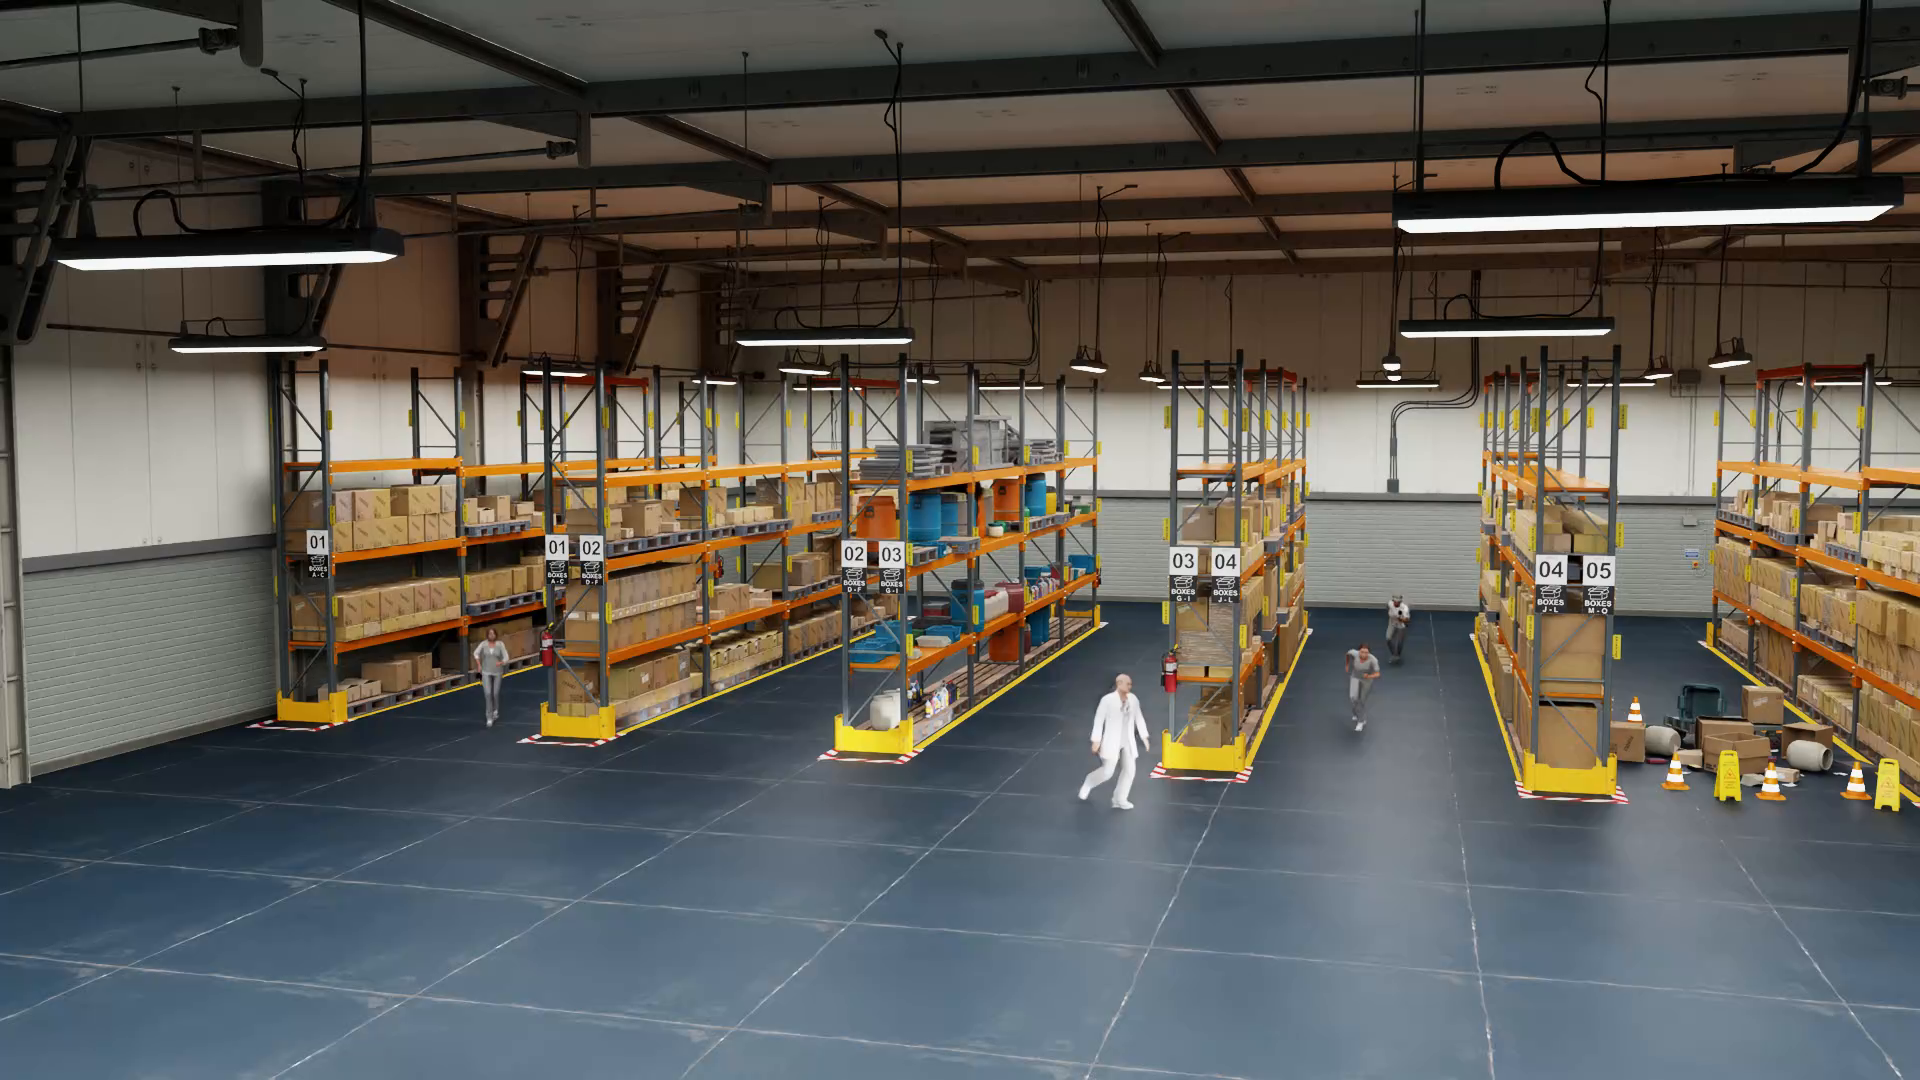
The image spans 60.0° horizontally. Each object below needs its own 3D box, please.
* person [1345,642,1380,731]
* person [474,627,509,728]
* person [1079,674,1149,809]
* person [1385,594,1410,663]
[{"bbox_3d":[6.557,2.341,27.109,0.554,1.461,1.108,1,4,14],"label":"person"},{"bbox_3d":[-7.712,2.238,27.402,0.559,1.637,0.745,-1,4,-14],"label":"person"},{"bbox_3d":[1.982,2.582,21.478,0.801,1.747,0.711,-2,5,-25],"label":"person"},{"bbox_3d":[9.026,1.800,34.246,0.581,1.440,1.063,2,5,27],"label":"person"}]
